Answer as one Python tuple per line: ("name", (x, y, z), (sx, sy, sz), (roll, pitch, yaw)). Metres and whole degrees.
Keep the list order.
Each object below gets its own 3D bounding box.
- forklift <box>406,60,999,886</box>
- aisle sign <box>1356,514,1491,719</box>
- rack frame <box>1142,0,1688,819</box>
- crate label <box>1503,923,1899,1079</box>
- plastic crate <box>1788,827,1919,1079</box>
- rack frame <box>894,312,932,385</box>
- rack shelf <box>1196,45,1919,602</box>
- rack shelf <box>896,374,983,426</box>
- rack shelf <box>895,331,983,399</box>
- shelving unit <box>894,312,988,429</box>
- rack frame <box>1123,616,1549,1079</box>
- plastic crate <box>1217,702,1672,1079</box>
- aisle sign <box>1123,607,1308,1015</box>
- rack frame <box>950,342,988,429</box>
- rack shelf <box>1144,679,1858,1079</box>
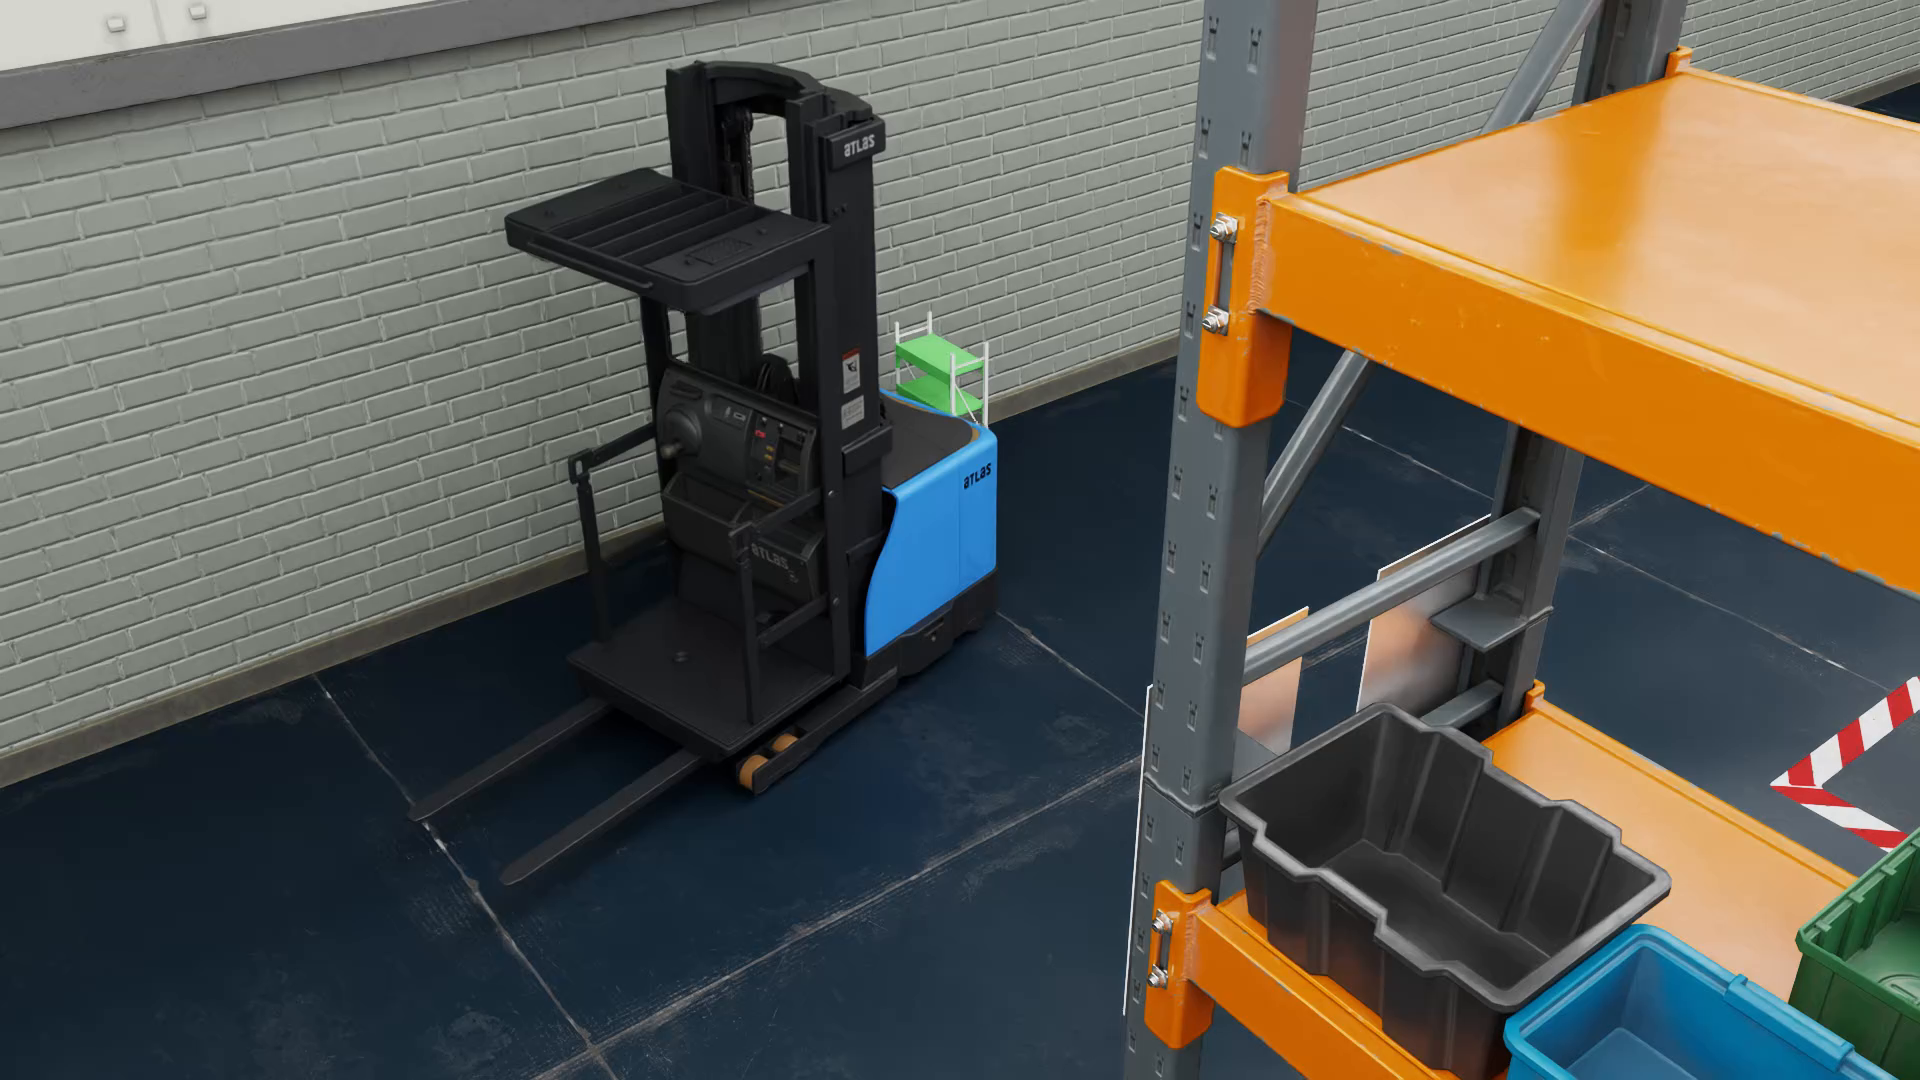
("forklift", (-1.116, -0.414, 7.138), (1.130, 2.935, 3.031), (23, 39, 32))
("aisle sign", (0.938, 0.328, 3.414), (0.394, 0.787, 0.004), (-22, 38, -31))
("rack frame", (0.751, -0.991, 2.317), (1.000, 3.000, 0.127), (-22, 38, -31))
("crate label", (1.061, 0.835, 2.360), (0.408, 0.251, 0.502), (-22, 38, -31))
("plastic crate", (1.581, 0.692, 2.651), (0.450, 0.188, 0.336), (-22, 38, -31))
("rack frame", (-0.251, -0.680, 9.208), (0.240, 1.200, 0.015), (-22, 38, -31))
("rack shelf", (1.977, 0.318, 1.270), (1.077, 0.370, 4.000), (-22, 38, -31))
("rack shelf", (-0.101, -0.728, 8.952), (0.258, 0.148, 0.480), (-22, 38, -31))
("rack shelf", (-0.101, -0.932, 8.825), (0.258, 0.148, 0.480), (-22, 38, -31))
("shelving unit", (-0.101, -0.579, 9.045), (0.258, 1.200, 0.503), (-22, 38, -31))
("rack frame", (0.751, 1.557, 3.899), (1.000, 3.000, 0.127), (-22, 38, -31))
("plastic crate", (0.767, 0.589, 2.739), (0.497, 0.269, 0.590), (-22, 38, -31))
("aisle sign", (0.472, 0.519, 3.107), (0.394, 0.787, 0.004), (-22, 38, -31))
("rack frame", (0.048, -0.477, 8.881), (0.240, 1.200, 0.015), (-22, 38, -31))
("rack shelf", (1.977, 1.422, 1.956), (1.077, 0.370, 4.000), (-22, 38, -31))
